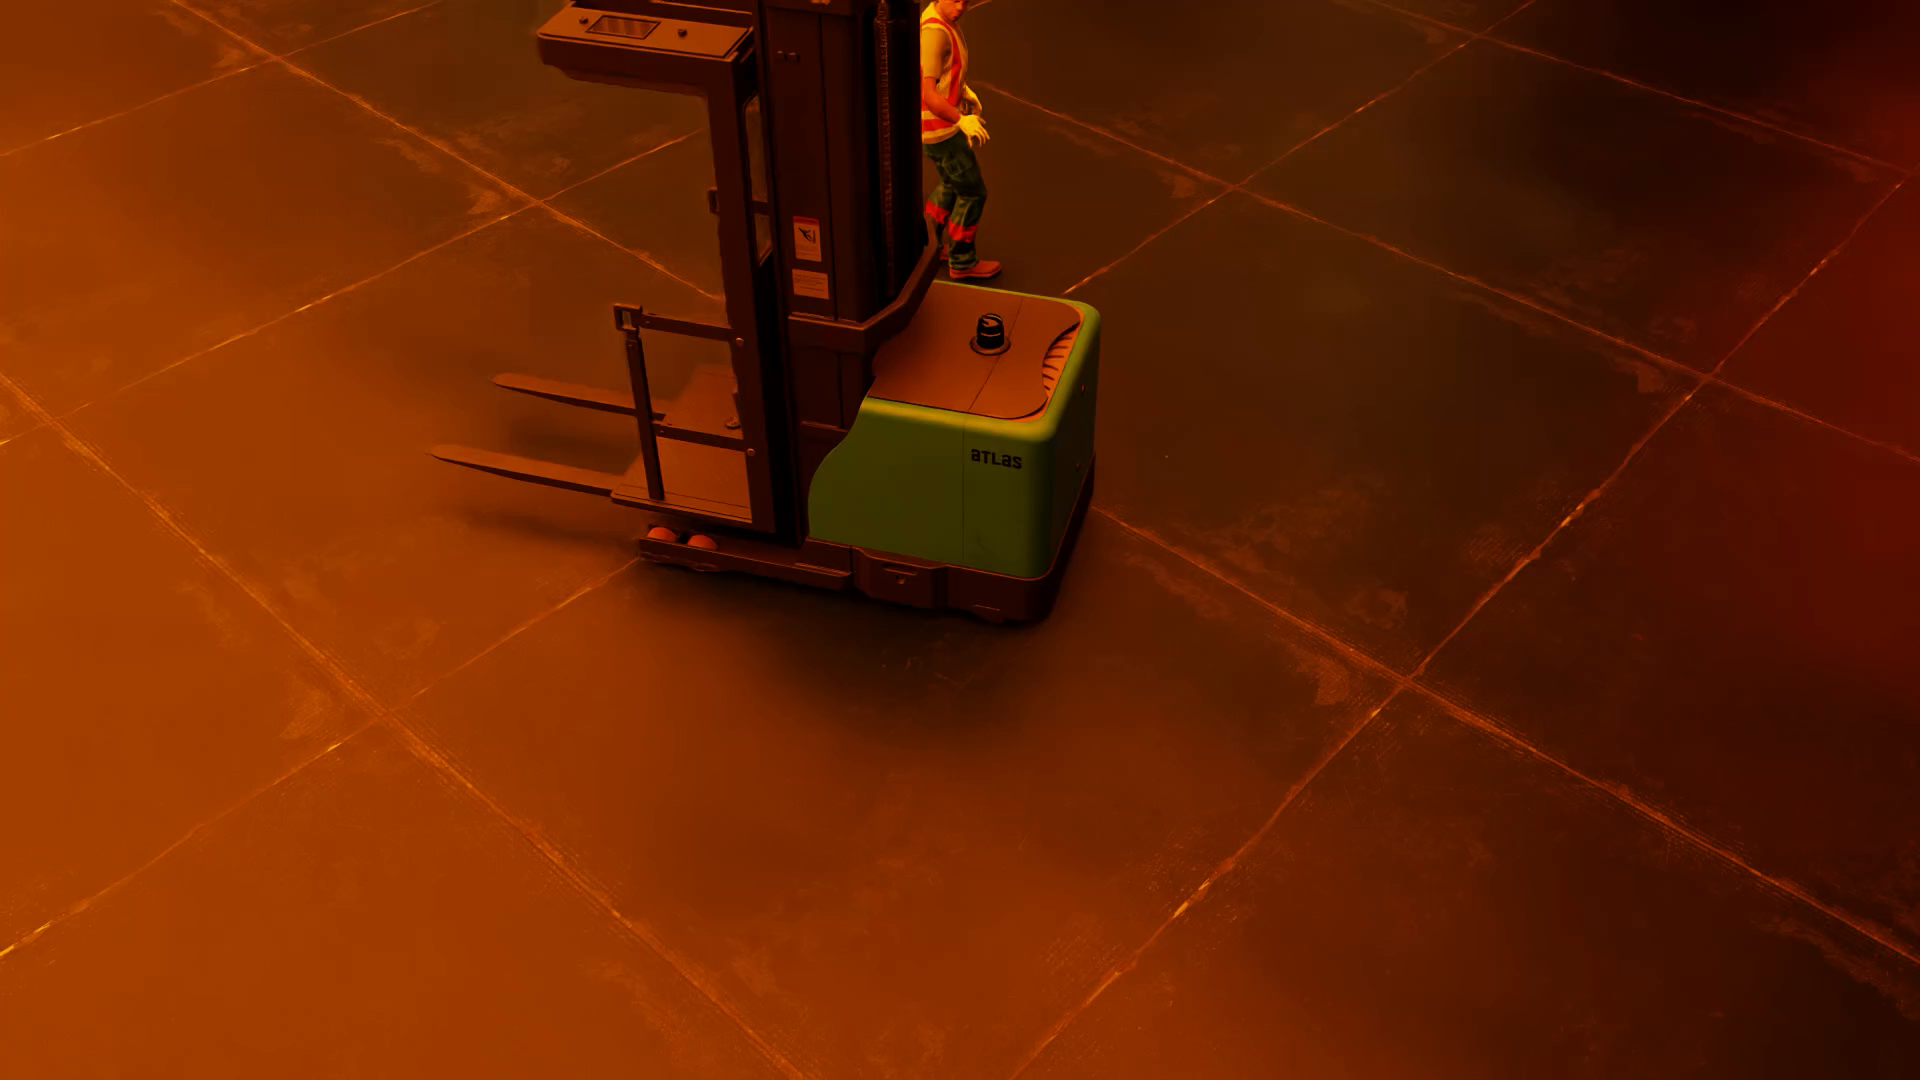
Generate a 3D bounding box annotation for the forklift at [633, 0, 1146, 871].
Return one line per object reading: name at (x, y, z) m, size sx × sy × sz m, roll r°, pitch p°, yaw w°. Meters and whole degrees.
forklift at (-0.256, -0.740, 6.290) m, size 1.130 × 2.935 × 3.031 m, roll 18°, pitch 44°, yaw 19°

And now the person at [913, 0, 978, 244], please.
person at (-0.055, -2.267, 8.960) m, size 0.453 × 1.777 × 0.609 m, roll -4°, pitch 41°, yaw -4°
